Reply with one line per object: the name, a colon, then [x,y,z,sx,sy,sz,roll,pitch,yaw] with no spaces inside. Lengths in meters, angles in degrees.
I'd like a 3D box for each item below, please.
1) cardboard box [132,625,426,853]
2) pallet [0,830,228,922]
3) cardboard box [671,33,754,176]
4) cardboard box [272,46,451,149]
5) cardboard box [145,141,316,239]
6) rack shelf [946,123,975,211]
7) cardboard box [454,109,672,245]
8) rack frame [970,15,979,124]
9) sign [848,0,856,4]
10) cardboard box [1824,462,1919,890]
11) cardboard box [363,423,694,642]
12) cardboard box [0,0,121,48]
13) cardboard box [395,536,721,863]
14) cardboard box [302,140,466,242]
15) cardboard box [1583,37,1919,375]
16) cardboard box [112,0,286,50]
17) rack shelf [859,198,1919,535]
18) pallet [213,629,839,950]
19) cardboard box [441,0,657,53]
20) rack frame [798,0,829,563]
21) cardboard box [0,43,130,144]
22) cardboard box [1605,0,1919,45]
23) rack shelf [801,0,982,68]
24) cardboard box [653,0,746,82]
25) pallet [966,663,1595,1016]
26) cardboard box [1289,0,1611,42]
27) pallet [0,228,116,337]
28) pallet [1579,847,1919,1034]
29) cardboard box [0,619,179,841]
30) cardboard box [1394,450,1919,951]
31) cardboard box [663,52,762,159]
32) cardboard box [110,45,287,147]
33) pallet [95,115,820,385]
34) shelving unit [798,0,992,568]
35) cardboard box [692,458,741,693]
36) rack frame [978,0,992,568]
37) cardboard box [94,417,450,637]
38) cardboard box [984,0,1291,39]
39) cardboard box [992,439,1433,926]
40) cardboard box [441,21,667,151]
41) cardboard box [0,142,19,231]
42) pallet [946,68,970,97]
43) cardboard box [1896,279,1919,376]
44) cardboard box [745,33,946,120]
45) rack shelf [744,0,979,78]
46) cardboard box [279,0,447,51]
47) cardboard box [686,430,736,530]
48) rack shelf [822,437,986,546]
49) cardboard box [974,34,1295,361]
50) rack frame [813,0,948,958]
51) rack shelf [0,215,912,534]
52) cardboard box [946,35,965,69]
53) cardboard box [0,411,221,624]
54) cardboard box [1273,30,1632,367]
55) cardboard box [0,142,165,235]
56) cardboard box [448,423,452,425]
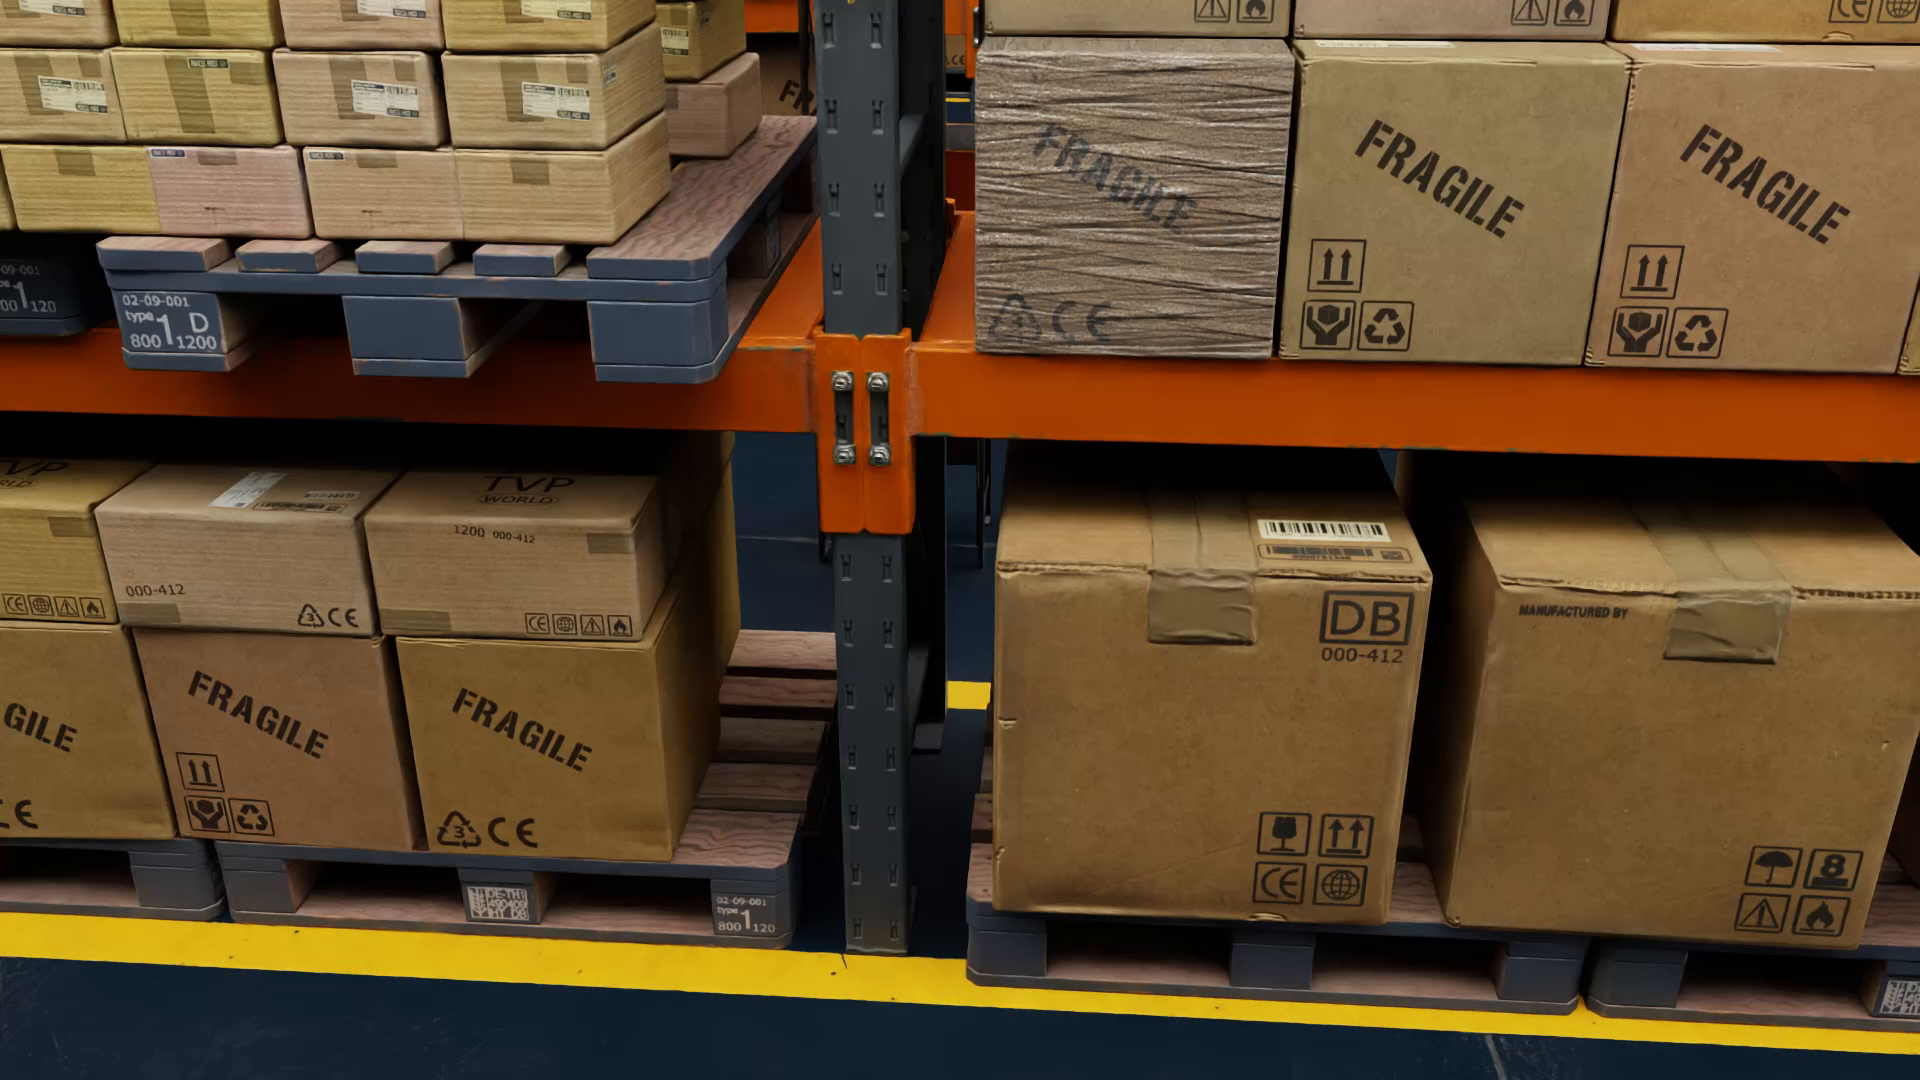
cardboard box: [-1.326,0.295,3.509,0.500,0.500,0.500,3,25,6]
pallet: [-2.125,0.481,3.952,1.213,0.211,1.003,2,25,4]
cardboard box: [-1.426,-2.099,8.262,0.875,0.875,0.875,2,25,5]
cardboard box: [-0.926,-0.766,2.768,0.250,0.149,0.380,3,25,6]
cardboard box: [-1.163,-0.638,2.845,0.250,0.149,0.380,2,25,5]
rack shelf: [-0.165,-0.947,4.828,0.480,0.518,0.431,2,25,4]
cardboard box: [-0.660,-0.621,2.809,0.250,0.149,0.380,2,25,5]
rack frame: [0.146,-2.786,7.717,0.127,3.000,1.000,2,25,4]
sign: [-0.165,-0.983,2.508,0.005,0.325,0.100,2,25,4]
cardboard box: [2.268,0.224,3.363,0.750,0.750,1.050,2,25,4]
cardboard box: [-0.834,-0.028,3.314,0.500,0.250,0.500,1,25,3]
cardboard box: [-1.434,-0.916,2.738,0.250,0.149,0.380,3,25,6]
cardboard box: [-0.809,0.313,3.470,0.500,0.500,0.500,2,25,4]
cardboard box: [-0.907,-0.629,2.828,0.250,0.149,0.380,2,25,4]
cardboard box: [1.304,-0.607,2.861,0.500,0.500,0.500,2,25,4]
cardboard box: [-1.168,-0.909,2.723,0.250,0.149,0.380,3,25,6]
rack shelf: [1.862,-0.329,3.237,4.000,0.370,1.077,2,25,4]
pallet: [-0.912,0.521,3.865,1.213,0.211,1.003,2,25,4]
cardboard box: [-0.656,-0.891,2.685,0.250,0.149,0.380,1,25,2]
rack frame: [-0.408,-0.967,4.840,0.015,2.100,0.400,2,25,4]
cardboard box: [-1.438,-0.781,2.801,0.250,0.149,0.380,2,25,4]
cardboard box: [1.330,-1.170,2.888,0.500,0.500,0.700,1,25,3]
rack shelf: [-0.165,-1.583,4.536,0.480,0.518,0.431,2,25,4]
cardboard box: [-0.599,-1.031,3.344,0.250,0.149,0.380,3,25,6]
pallet: [0.648,0.603,3.686,1.213,0.211,1.003,2,25,4]
cardboard box: [0.819,-1.185,2.922,0.500,0.500,0.700,1,25,3]
pallet: [-2.109,-0.679,3.367,1.213,0.211,1.003,2,25,4]
pallet: [1.861,0.644,3.599,1.213,0.211,1.003,2,25,4]
cardboard box: [-1.855,0.284,3.531,0.500,0.500,0.500,1,25,2]
cardboard box: [1.340,0.195,3.427,0.750,0.750,1.050,2,25,5]
cardboard box: [-0.563,-0.895,3.405,0.250,0.149,0.380,2,25,3]
cardboard box: [-1.189,-0.773,2.784,0.250,0.149,0.380,2,25,5]
pallet: [-0.851,-0.611,3.219,1.003,0.211,1.213,2,25,4]
shelving unit: [-0.165,-0.959,4.823,0.503,2.100,0.431,2,25,4]
cardboard box: [-0.818,0.096,3.941,0.500,0.500,0.500,1,25,2]
rack frame: [0.078,-0.951,4.806,0.015,2.100,0.400,2,25,4]
cardboard box: [-1.339,-0.040,3.339,0.500,0.250,0.500,2,25,5]
cardboard box: [0.314,-1.201,2.956,0.500,0.500,0.700,2,25,4]
cardboard box: [0.468,0.168,3.485,0.750,0.750,1.050,2,25,3]
cardboard box: [-0.660,-0.758,2.751,0.250,0.149,0.380,2,25,5]
cardboard box: [-1.680,-0.655,2.883,0.250,0.149,0.380,1,25,2]
pallet: [-0.220,-3.628,12.882,1.213,0.211,1.003,2,25,4]
cardboard box: [1.801,-0.590,2.825,0.500,0.500,0.500,2,25,3]
cardboard box: [-0.537,-2.069,8.196,0.875,0.875,0.875,2,25,4]
rack shelf: [-1.848,-2.523,8.006,4.000,0.370,1.077,2,25,4]
cardboard box: [-0.906,-0.900,2.705,0.250,0.149,0.380,2,25,3]
cardboard box: [-0.802,-0.239,3.771,0.500,0.250,0.500,1,25,2]
rack shelf: [-0.165,-0.311,5.121,0.480,0.518,0.431,2,25,4]
cardboard box: [0.294,-0.638,2.929,0.500,0.500,0.500,2,25,5]
rack frame: [-0.132,-0.720,3.226,0.127,3.000,1.000,2,25,4]
rack shelf: [-2.127,-0.457,3.516,4.000,0.370,1.077,2,25,4]
cardboard box: [0.084,-3.834,12.482,0.500,0.500,0.500,3,25,6]
cardboard box: [-1.844,-0.063,3.389,0.500,0.250,0.500,2,25,5]
cardboard box: [0.802,-0.623,2.897,0.500,0.500,0.500,2,25,3]
cardboard box: [-1.412,-0.647,2.866,0.250,0.149,0.380,2,25,3]
cardboard box: [-1.307,-0.255,3.807,0.500,0.250,0.500,2,25,3]
